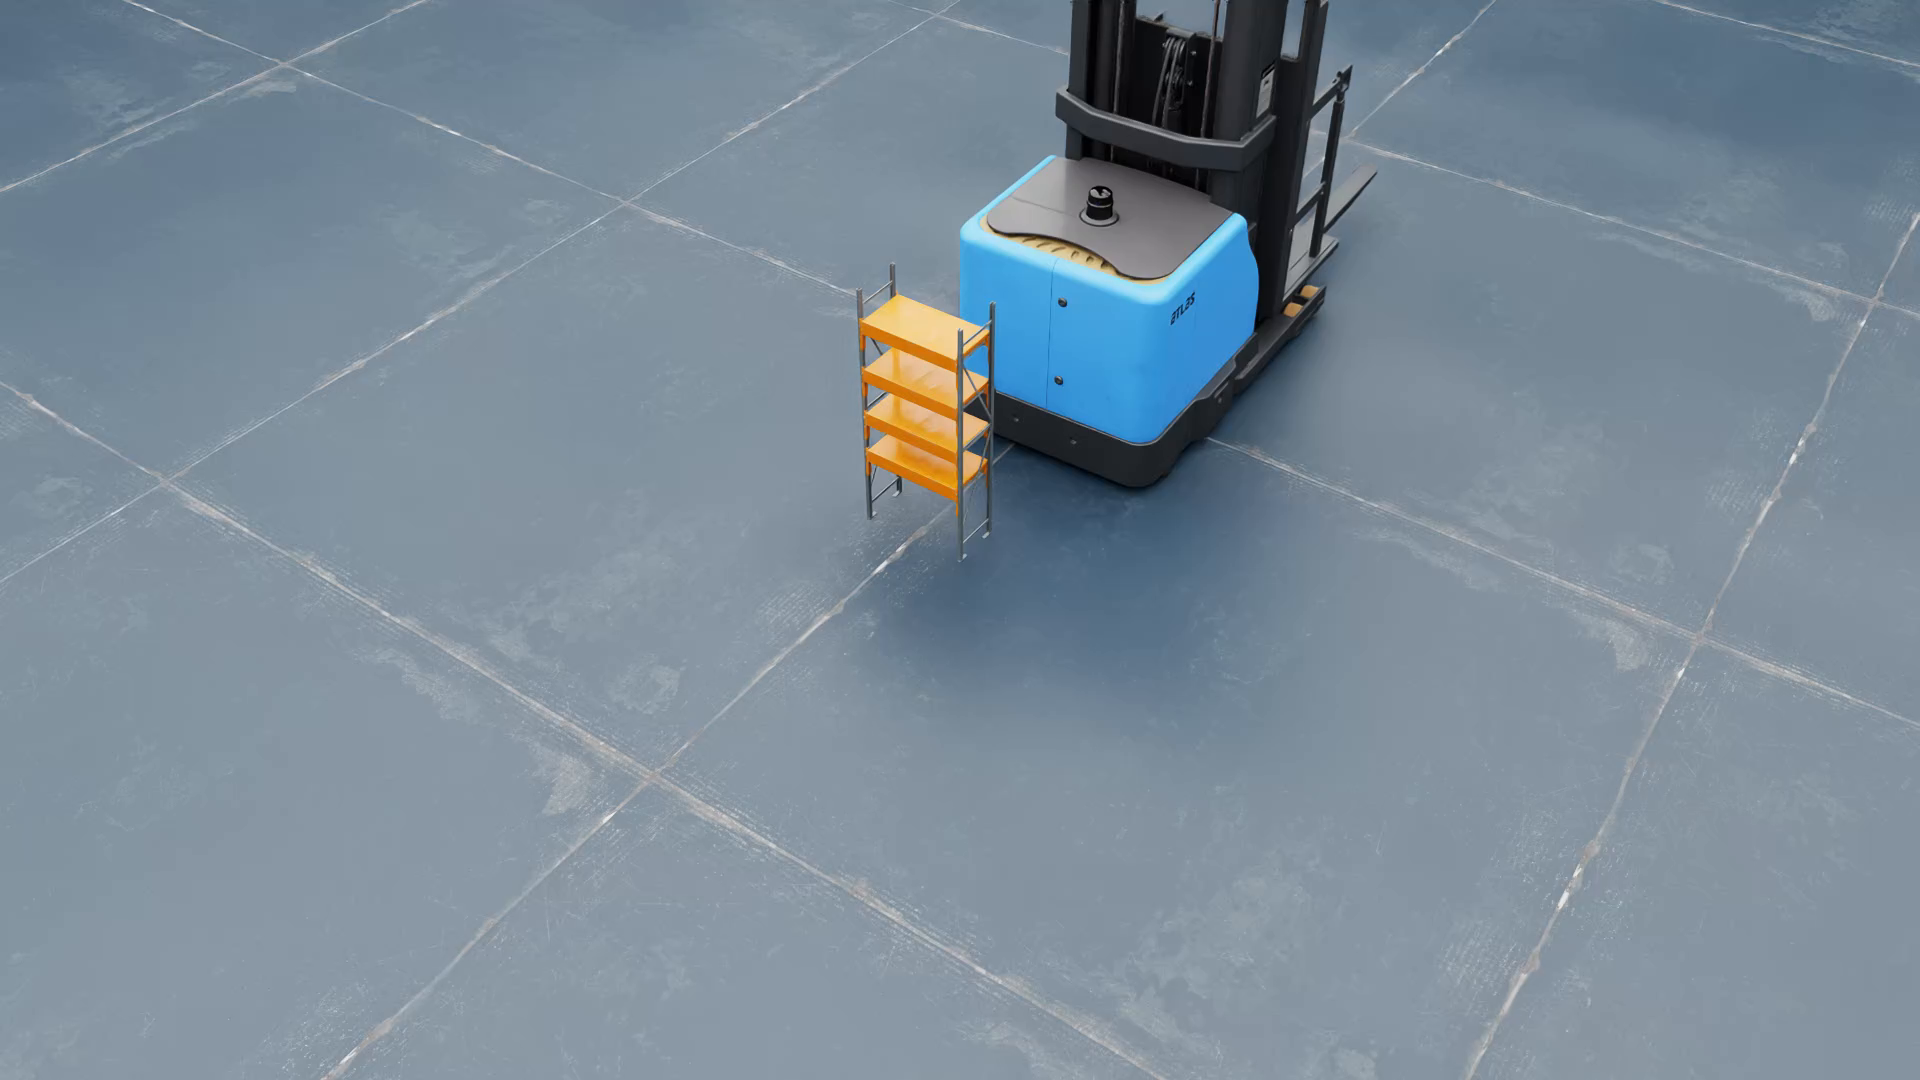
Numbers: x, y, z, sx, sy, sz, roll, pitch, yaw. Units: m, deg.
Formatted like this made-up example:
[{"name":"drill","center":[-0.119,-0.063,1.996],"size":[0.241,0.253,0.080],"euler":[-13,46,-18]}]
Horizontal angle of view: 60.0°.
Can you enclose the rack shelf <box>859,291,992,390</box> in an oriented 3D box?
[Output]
[{"name":"rack shelf","center":[-0.136,-0.803,6.659],"size":[0.480,0.148,0.258],"euler":[25,48,25]}]

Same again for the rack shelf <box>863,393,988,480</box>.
[{"name":"rack shelf","center":[-0.136,-0.460,6.966],"size":[0.480,0.148,0.258],"euler":[25,48,25]}]

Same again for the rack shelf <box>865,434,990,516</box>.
[{"name":"rack shelf","center":[-0.136,-0.312,7.098],"size":[0.480,0.148,0.258],"euler":[25,48,25]}]

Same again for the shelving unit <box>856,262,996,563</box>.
[{"name":"shelving unit","center":[-0.136,-0.511,6.921],"size":[0.503,1.200,0.258],"euler":[25,48,25]}]

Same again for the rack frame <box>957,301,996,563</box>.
[{"name":"rack frame","center":[0.064,-0.417,6.816],"size":[0.015,1.200,0.240],"euler":[25,48,25]}]

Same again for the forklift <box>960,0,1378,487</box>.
[{"name":"forklift","center":[1.212,-2.281,7.601],"size":[1.130,2.935,3.031],"euler":[24,47,24]}]

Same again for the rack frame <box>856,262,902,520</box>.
[{"name":"rack frame","center":[-0.335,-0.604,7.025],"size":[0.015,1.200,0.240],"euler":[25,48,25]}]

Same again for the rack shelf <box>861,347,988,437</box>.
[{"name":"rack shelf","center":[-0.136,-0.627,6.816],"size":[0.480,0.148,0.258],"euler":[25,48,25]}]
